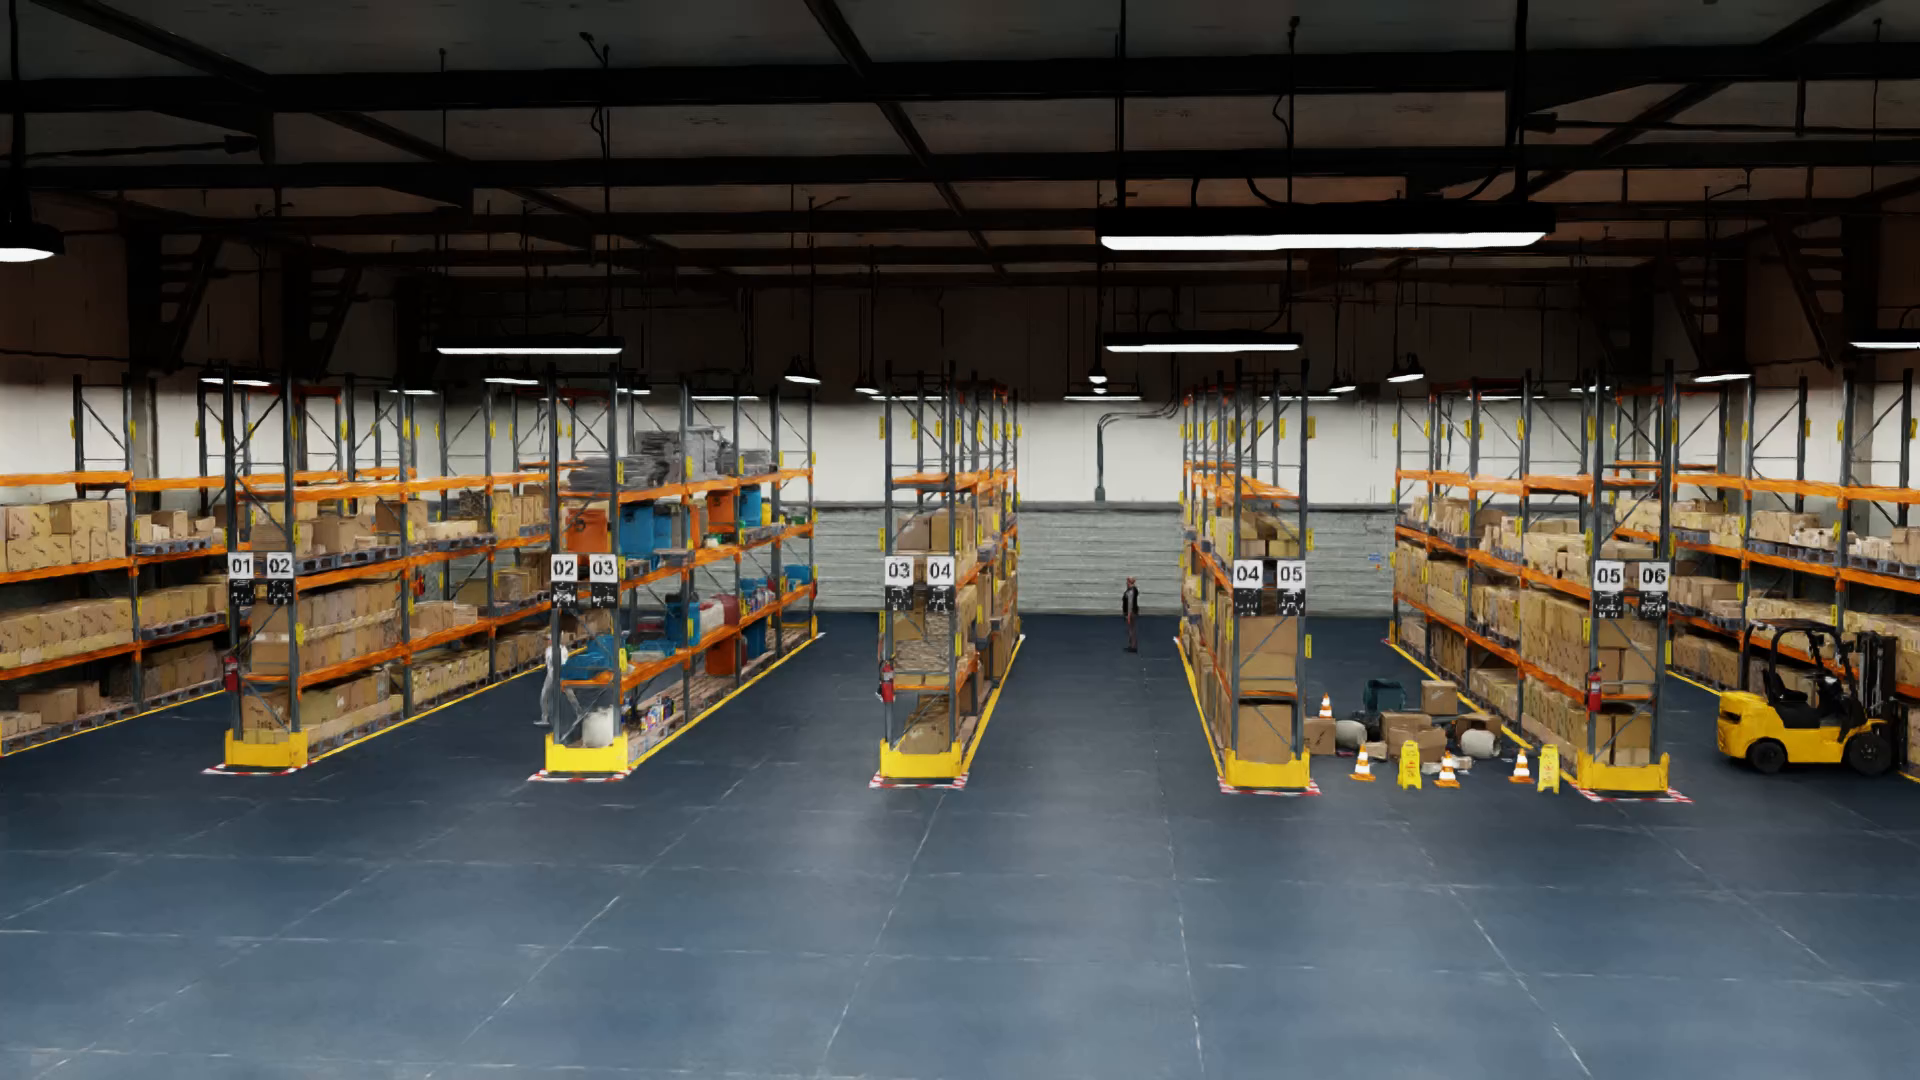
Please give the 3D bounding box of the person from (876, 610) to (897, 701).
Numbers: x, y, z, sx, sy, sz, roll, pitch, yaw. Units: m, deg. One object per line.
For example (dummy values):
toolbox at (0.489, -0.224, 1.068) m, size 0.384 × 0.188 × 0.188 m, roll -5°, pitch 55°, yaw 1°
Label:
person at (-1.372, 2.120, 30.893) m, size 0.569 × 1.668 × 0.561 m, roll 2°, pitch 4°, yaw 30°

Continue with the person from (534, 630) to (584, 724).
person at (-6.851, 2.323, 28.421) m, size 0.521 × 1.611 × 0.915 m, roll 2°, pitch 4°, yaw 26°

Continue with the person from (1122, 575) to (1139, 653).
person at (3.850, 1.665, 37.561) m, size 0.387 × 1.712 × 0.633 m, roll 1°, pitch 4°, yaw 13°
